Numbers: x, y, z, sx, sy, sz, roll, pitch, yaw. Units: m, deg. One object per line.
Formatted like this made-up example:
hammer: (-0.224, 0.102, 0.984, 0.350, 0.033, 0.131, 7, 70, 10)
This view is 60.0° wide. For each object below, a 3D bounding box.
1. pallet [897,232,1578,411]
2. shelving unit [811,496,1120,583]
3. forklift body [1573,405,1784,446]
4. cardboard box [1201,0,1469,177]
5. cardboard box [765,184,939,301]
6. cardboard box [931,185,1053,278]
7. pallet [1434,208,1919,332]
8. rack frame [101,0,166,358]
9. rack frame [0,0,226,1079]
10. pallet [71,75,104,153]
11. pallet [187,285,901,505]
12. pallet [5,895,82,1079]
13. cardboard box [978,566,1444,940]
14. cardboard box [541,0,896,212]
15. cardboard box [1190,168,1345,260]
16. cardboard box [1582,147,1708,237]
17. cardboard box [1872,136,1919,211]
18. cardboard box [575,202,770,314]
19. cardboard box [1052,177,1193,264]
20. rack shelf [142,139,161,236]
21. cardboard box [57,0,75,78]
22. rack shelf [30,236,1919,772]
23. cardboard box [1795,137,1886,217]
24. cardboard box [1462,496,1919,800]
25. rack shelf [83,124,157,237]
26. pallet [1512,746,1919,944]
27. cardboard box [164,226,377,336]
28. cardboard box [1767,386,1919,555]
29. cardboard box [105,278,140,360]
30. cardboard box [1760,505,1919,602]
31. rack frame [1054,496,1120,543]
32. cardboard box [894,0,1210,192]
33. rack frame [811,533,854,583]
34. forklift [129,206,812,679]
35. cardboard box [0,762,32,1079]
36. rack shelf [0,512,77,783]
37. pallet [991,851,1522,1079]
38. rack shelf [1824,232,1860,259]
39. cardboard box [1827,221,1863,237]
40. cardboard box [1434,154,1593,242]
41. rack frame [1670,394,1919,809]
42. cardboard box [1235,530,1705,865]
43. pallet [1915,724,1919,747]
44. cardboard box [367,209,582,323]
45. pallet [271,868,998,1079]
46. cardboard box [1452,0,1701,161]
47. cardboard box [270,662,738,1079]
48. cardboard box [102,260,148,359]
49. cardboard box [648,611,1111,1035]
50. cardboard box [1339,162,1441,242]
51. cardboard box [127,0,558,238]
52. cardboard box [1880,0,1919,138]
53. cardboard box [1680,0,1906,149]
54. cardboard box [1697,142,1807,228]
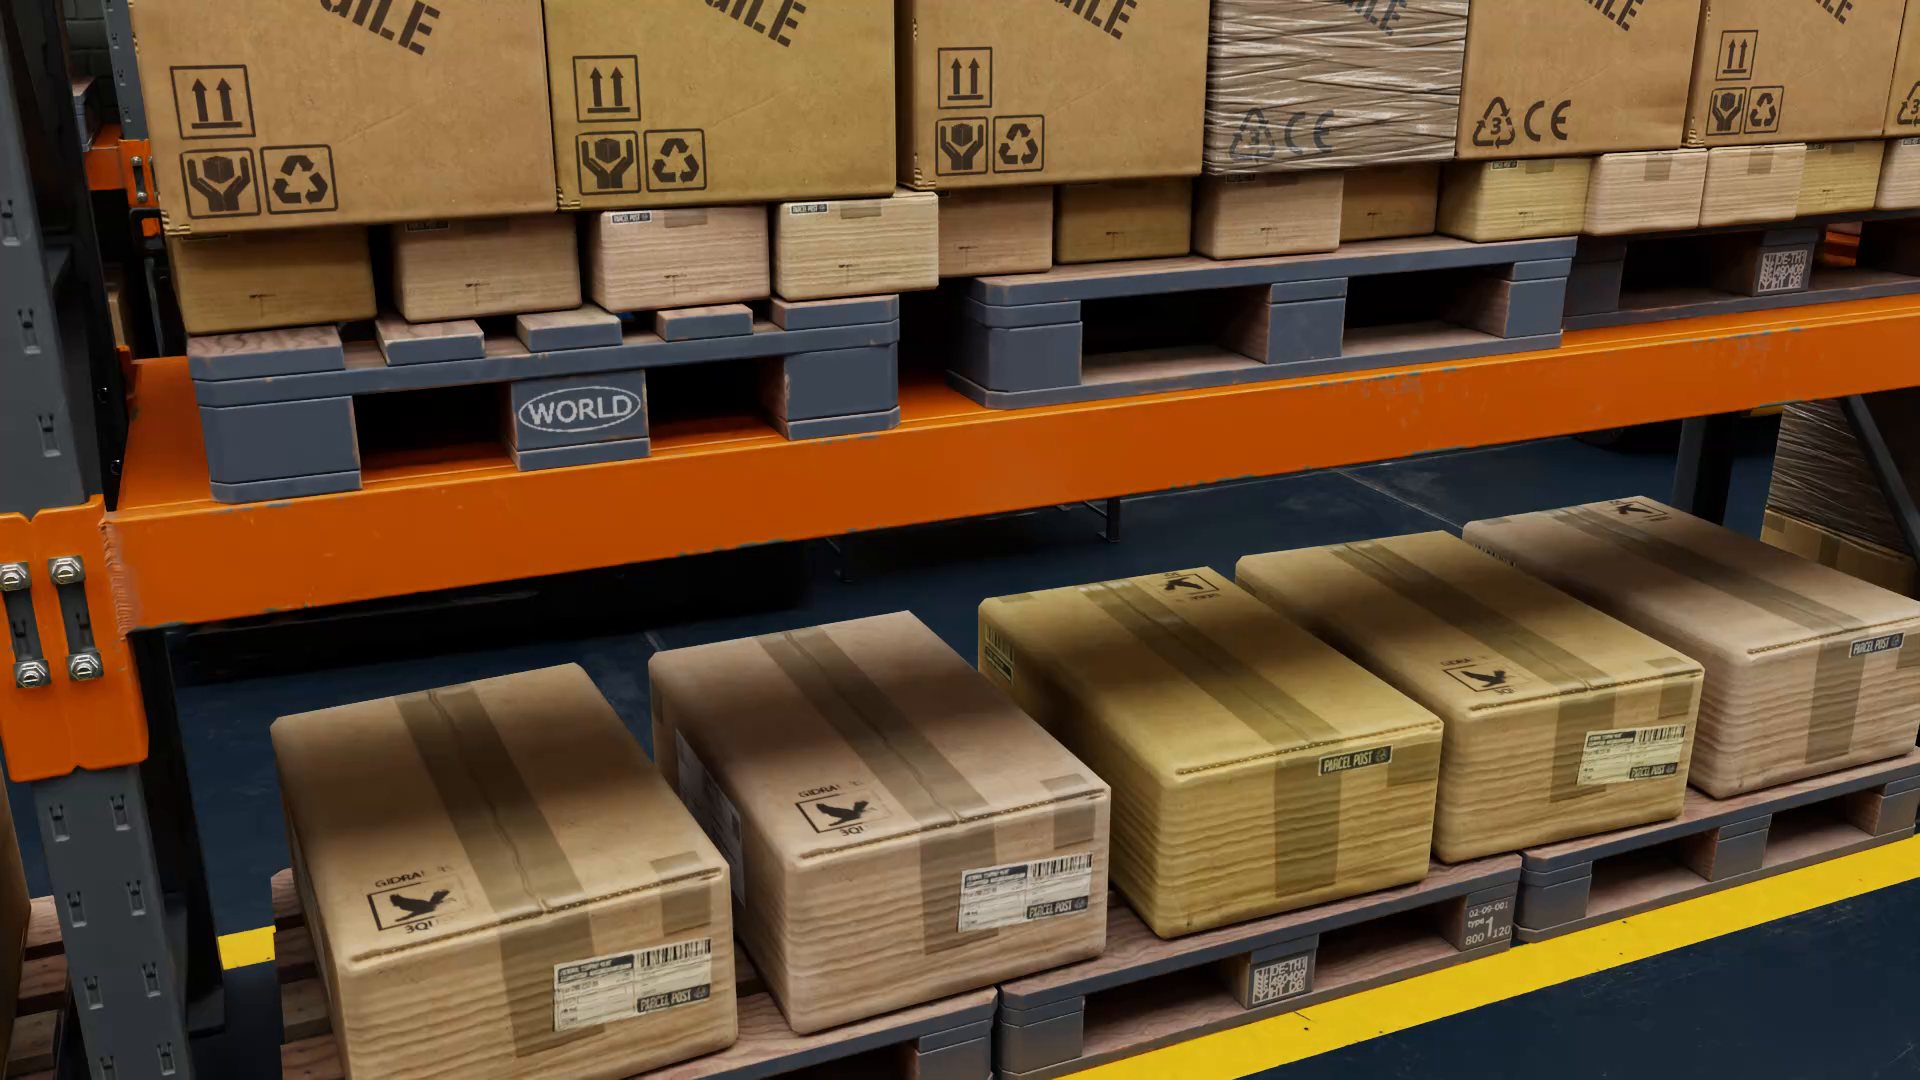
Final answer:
pallet: (0.406, -0.537, 3.320, 1.213, 0.211, 1.003, -8, 21, -22)
shelving unit: (-0.006, -0.530, 5.833, 1.048, 1.125, 0.538, -8, 21, -22)
forklift body: (2.962, -1.714, 7.652, 1.214, 2.155, 2.313, -8, 21, -22)
cardboard box: (0.533, -0.935, 2.930, 0.500, 0.500, 0.500, -9, 21, -24)
cardboard box: (-0.220, -0.499, 2.670, 0.250, 0.149, 0.380, -8, 21, -22)
cardboard box: (-0.030, -0.555, 2.827, 0.250, 0.149, 0.380, -7, 21, -19)
pallet: (1.518, -0.734, 3.880, 1.213, 0.211, 1.003, -8, 21, -22)
rack frame: (-3.365, -1.868, 6.811, 0.127, 3.000, 1.000, -8, 21, -22)
rack frame: (-1.395, -0.355, 2.513, 0.127, 3.000, 1.000, -8, 21, -22)
pallet: (-3.959, -1.667, 6.529, 1.003, 0.211, 1.213, -8, 21, -22)
pallet: (-0.783, -0.391, 2.904, 1.003, 0.211, 1.213, -8, 21, -22)
pallet: (-2.149, 1.041, 2.747, 1.213, 0.211, 1.003, -8, 21, -22)
cardboard box: (0.501, 0.418, 3.644, 0.625, 0.372, 0.950, -7, 21, -20)
cardboard box: (-0.415, -0.800, 2.546, 0.500, 0.500, 0.500, -7, 21, -19)
cardboard box: (0.480, -0.618, 3.008, 0.250, 0.149, 0.380, -7, 21, -20)
cardboard box: (1.210, -0.700, 3.240, 0.250, 0.149, 0.380, -8, 21, -21)
cardboard box: (1.915, -0.809, 3.549, 0.250, 0.149, 0.380, -8, 21, -21)
cardboard box: (-0.481, -0.469, 2.585, 0.250, 0.149, 0.380, -10, 22, -25)
cardboard box: (0.214, -0.604, 2.967, 0.250, 0.149, 0.380, -7, 21, -20)
rack shelf: (-1.528, -1.792, 7.678, 4.000, 0.370, 1.077, -8, 21, -22)
cardboard box: (-3.899, -2.093, 6.668, 0.500, 0.500, 0.500, -7, 21, -19)
rack shelf: (0.441, -0.279, 3.380, 4.000, 0.370, 1.077, -8, 21, -22)
cardboard box: (1.665, -0.779, 3.465, 0.250, 0.149, 0.380, -9, 21, -24)
cardboard box: (1.797, 0.230, 4.176, 0.625, 0.372, 0.950, -8, 21, -21)
rack shelf: (-5.201, -1.266, 6.183, 4.000, 0.370, 1.077, -8, 21, -22)
pallet: (1.563, 0.537, 4.179, 1.213, 0.211, 1.003, -8, 21, -22)
cardboard box: (-1.023, -0.421, 2.446, 0.250, 0.149, 0.380, -9, 22, -25)
cardboard box: (2.715, -0.296, 4.724, 0.500, 0.500, 0.500, -8, 21, -23)
cardboard box: (-3.668, -0.766, 6.812, 0.500, 0.500, 0.500, -8, 21, -20)
cardboard box: (2.714, 0.058, 4.849, 0.500, 0.250, 0.500, -7, 21, -19)
rack frame: (0.461, -0.597, 6.023, 0.032, 1.125, 0.500, -8, 21, -22)
cardboard box: (0.070, -0.872, 2.750, 0.500, 0.500, 0.500, -8, 21, -21)
rack frame: (-0.473, -0.463, 5.643, 0.032, 1.125, 0.500, -8, 21, -22)
forklift: (-2.060, -1.172, 4.938, 3.031, 2.935, 1.130, -6, 20, -17)
cardboard box: (-2.062, 0.515, 2.610, 0.875, 0.875, 0.875, -8, 21, -22)
rack shelf: (-3.232, 0.248, 1.886, 4.000, 0.370, 1.077, -8, 21, -22)
pallet: (0.442, 0.699, 3.719, 1.213, 0.211, 1.003, -8, 21, -22)
rack shelf: (4.114, -0.805, 4.875, 4.000, 0.370, 1.077, -8, 21, -22)
cardboard box: (2.452, -0.898, 4.434, 0.250, 0.149, 0.380, -8, 21, -22)
cardboard box: (0.972, -0.679, 3.180, 0.250, 0.149, 0.380, -8, 21, -22)
rack frame: (2.278, -0.881, 4.008, 0.127, 3.000, 1.000, -8, 21, -22)
cardboard box: (1.138, 0.326, 3.905, 0.625, 0.372, 0.950, -7, 21, -19)
pallet: (2.880, 0.335, 4.753, 1.213, 0.211, 1.003, -8, 21, -22)
cardboard box: (-0.750, -0.447, 2.522, 0.250, 0.149, 0.380, -10, 22, -25)
pallet: (-0.677, 0.858, 3.267, 1.213, 0.211, 1.003, -8, 21, -22)
cardboard box: (1.013, -1.004, 3.127, 0.500, 0.500, 0.500, -7, 21, -20)
cardboard box: (-0.872, 0.615, 3.083, 0.625, 0.372, 0.950, -10, 22, -26)
cardboard box: (-3.863, -0.917, 7.242, 0.500, 0.500, 0.500, -7, 21, -20)
cardboard box: (-0.198, 0.516, 3.365, 0.625, 0.372, 0.950, -9, 21, -23)
cardboard box: (0.690, -0.676, 3.170, 0.250, 0.149, 0.380, -9, 21, -24)
cardboard box: (-0.890, -0.729, 2.345, 0.500, 0.500, 0.500, -9, 21, -23)
cardboard box: (1.944, -1.136, 3.501, 0.500, 0.500, 0.500, -9, 21, -23)
cardboard box: (1.490, -1.070, 3.314, 0.500, 0.500, 0.500, -8, 21, -22)
cardboard box: (1.443, -0.735, 3.338, 0.250, 0.149, 0.380, -9, 21, -23)
